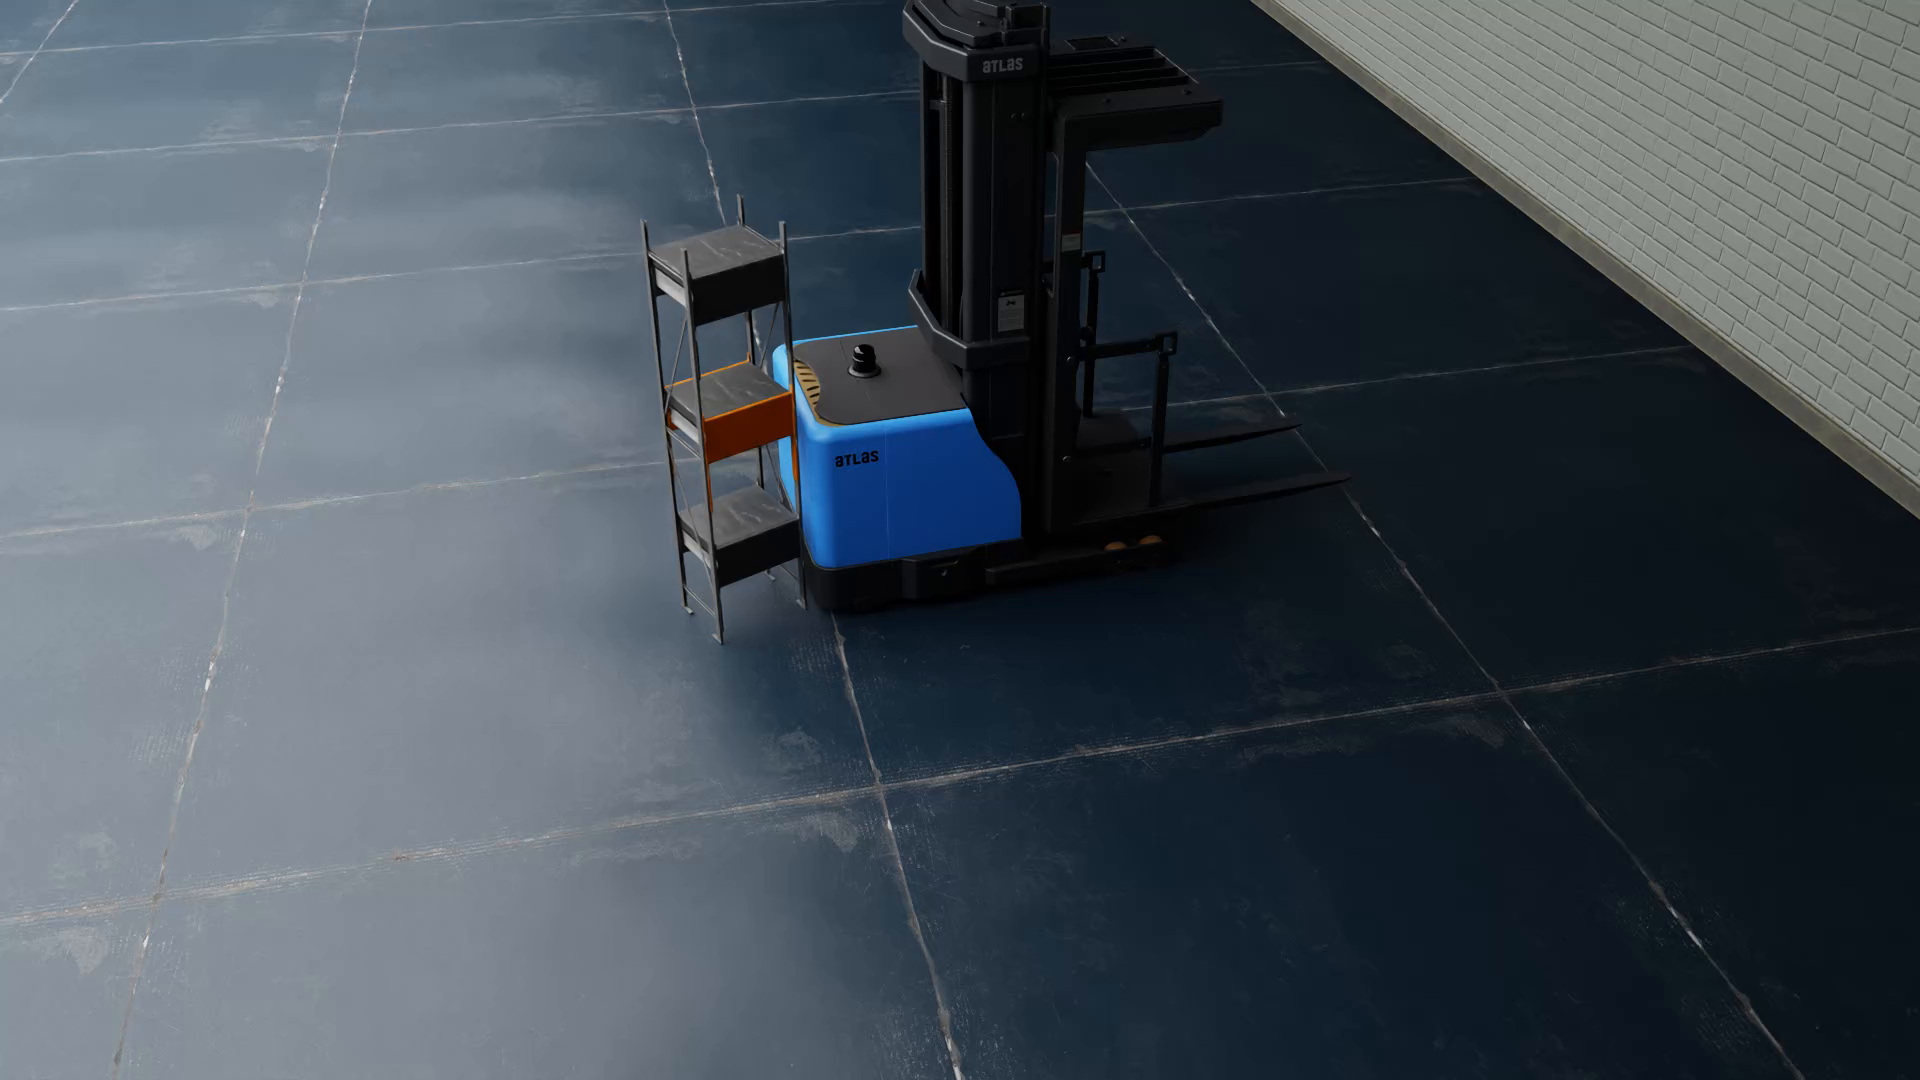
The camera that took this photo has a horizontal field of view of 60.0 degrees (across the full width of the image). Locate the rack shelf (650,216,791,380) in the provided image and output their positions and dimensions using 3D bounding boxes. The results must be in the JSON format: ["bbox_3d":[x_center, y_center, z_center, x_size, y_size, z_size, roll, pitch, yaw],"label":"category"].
[{"bbox_3d":[-1.084,-1.094,7.483,0.480,0.518,0.431,-22,40,-30],"label":"rack shelf"}]

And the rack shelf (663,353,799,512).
[{"bbox_3d":[-1.088,-0.514,7.875,0.480,0.518,0.431,-22,40,-30],"label":"rack shelf"}]

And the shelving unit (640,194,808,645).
[{"bbox_3d":[-1.088,-0.525,7.867,0.503,2.100,0.431,-22,40,-30],"label":"shelving unit"}]

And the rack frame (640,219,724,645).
[{"bbox_3d":[-1.284,-0.445,7.747,0.015,2.100,0.400,-22,40,-30],"label":"rack frame"}]

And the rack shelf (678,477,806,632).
[{"bbox_3d":[-1.092,0.066,8.267,0.480,0.518,0.431,-22,40,-30],"label":"rack shelf"}]

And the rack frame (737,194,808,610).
[{"bbox_3d":[-0.892,-0.605,7.988,0.015,2.100,0.400,-22,40,-30],"label":"rack frame"}]

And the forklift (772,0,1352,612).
[{"bbox_3d":[0.598,-1.315,8.303,3.031,2.935,1.130,-9,35,-14],"label":"forklift"}]
